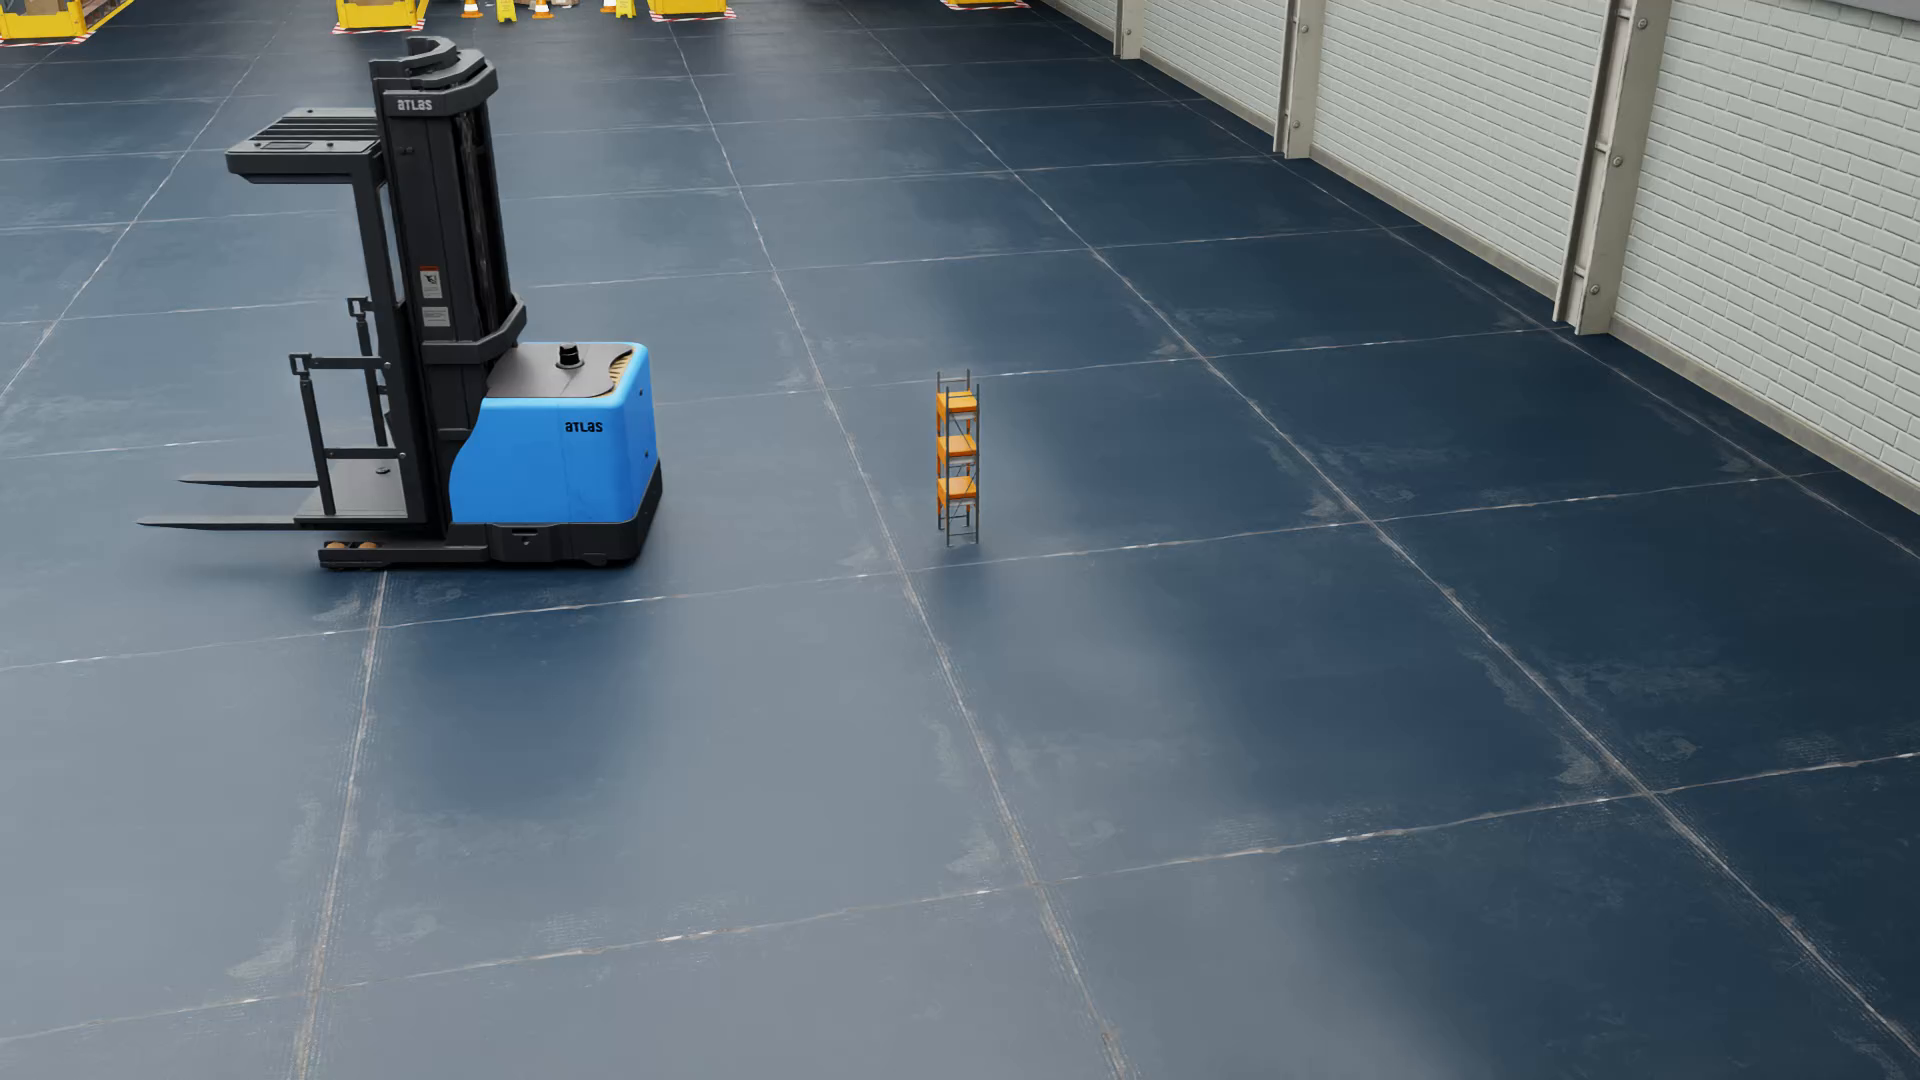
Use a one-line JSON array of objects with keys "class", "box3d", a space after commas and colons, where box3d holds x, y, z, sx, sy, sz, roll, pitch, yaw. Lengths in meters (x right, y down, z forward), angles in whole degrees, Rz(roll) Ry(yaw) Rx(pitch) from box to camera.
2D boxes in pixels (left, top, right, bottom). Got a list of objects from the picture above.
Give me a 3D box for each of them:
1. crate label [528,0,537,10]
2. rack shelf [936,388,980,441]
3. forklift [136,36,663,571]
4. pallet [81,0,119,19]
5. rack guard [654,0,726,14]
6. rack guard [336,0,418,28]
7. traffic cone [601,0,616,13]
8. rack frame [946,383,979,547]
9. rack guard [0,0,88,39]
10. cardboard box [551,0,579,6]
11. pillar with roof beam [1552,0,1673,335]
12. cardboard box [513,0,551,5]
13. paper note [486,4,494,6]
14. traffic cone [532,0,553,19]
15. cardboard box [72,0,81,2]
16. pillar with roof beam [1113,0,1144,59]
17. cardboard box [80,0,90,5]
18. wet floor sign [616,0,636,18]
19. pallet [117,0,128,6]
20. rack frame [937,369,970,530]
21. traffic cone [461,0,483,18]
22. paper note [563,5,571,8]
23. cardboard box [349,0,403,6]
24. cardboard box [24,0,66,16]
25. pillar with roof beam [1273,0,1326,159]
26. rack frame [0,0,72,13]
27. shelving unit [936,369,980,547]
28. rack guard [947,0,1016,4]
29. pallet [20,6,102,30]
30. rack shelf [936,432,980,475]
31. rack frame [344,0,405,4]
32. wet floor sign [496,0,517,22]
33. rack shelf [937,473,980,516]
[{"class": "crate label", "box3d": [-7.066, -8.967, 27.864, 0.250, 0.136, 0.298, -23, 35, -38]}, {"class": "rack shelf", "box3d": [-0.012, -0.736, 9.937, 0.215, 0.259, 0.240, -6, 27, -12]}, {"class": "forklift", "box3d": [-3.428, -1.363, 9.698, 3.031, 2.935, 1.130, 0, 27, 0]}, {"class": "pallet", "box3d": [-14.562, -8.788, 27.426, 1.003, 0.211, 1.213, -6, 27, -12]}, {"class": "rack guard", "box3d": [-4.487, -9.028, 27.582, 1.175, 0.500, 0.348, -6, 27, -12]}, {"class": "rack guard", "box3d": [-9.264, -8.437, 26.411, 1.175, 0.500, 0.348, -6, 27, -12]}, {"class": "traffic cone", "box3d": [-5.823, -9.036, 27.639, 0.336, 0.463, 0.334, -6, 27, -12]}, {"class": "rack frame", "box3d": [0.015, -0.439, 9.954, 0.200, 1.050, 0.008, -6, 27, -12]}, {"class": "rack guard", "box3d": [-14.142, -8.022, 25.588, 1.175, 0.500, 0.348, -6, 27, -12]}, {"class": "cardboard box", "box3d": [-6.733, -9.208, 28.328, 0.380, 0.149, 0.250, 8, 28, 15]}, {"class": "pillar with roof beam", "box3d": [0.949, -5.352, 10.868, 9.100, 9.000, 0.400, -6, 27, -12]}, {"class": "cardboard box", "box3d": [-7.332, -9.510, 28.533, 0.637, 0.503, 0.797, 19, 32, 32]}, {"class": "paper note", "box3d": [-7.959, -9.080, 28.207, 0.144, 0.017, 0.142, 3, 27, 6]}, {"class": "traffic cone", "box3d": [-6.828, -8.774, 27.120, 0.336, 0.463, 0.334, -6, 27, -12]}, {"class": "cardboard box", "box3d": [-14.417, -8.711, 26.487, 0.500, 0.500, 0.500, 1, 27, 2]}, {"class": "pillar with roof beam", "box3d": [-1.755, -10.621, 21.305, 9.100, 9.000, 0.400, -6, 27, -12]}, {"class": "cardboard box", "box3d": [-14.540, -8.987, 27.035, 0.500, 0.500, 0.500, -3, 27, -7]}, {"class": "wet floor sign", "box3d": [-5.469, -8.868, 27.103, 0.267, 0.644, 0.232, 3, 27, 6]}, {"class": "pallet", "box3d": [-14.840, -9.324, 28.489, 1.003, 0.211, 1.213, -6, 27, -12]}, {"class": "rack frame", "box3d": [-0.040, -0.546, 10.166, 0.200, 1.050, 0.008, -6, 27, -12]}, {"class": "traffic cone", "box3d": [-8.006, -8.808, 27.188, 0.336, 0.463, 0.334, -6, 27, -12]}, {"class": "paper note", "box3d": [-6.622, -8.998, 28.043, 0.148, 0.019, 0.142, -16, 31, -29]}, {"class": "cardboard box", "box3d": [-9.487, -9.094, 26.829, 0.875, 0.875, 0.875, -6, 27, -11]}, {"class": "cardboard box", "box3d": [-14.249, -8.452, 25.974, 0.500, 0.500, 0.500, -1, 27, -2]}, {"class": "pillar with roof beam", "box3d": [-0.403, -7.987, 16.086, 9.100, 9.000, 0.400, -6, 27, -12]}, {"class": "rack frame", "box3d": [-14.125, -9.104, 24.959, 1.000, 3.000, 0.127, -6, 27, -12]}, {"class": "shelving unit", "box3d": [-0.012, -0.492, 10.060, 0.215, 1.050, 0.252, -6, 27, -12]}, {"class": "rack guard", "box3d": [0.371, -9.490, 28.497, 1.175, 0.500, 0.348, -6, 27, -12]}, {"class": "pallet", "box3d": [-14.290, -8.253, 26.367, 1.003, 0.211, 1.213, -6, 27, -12]}, {"class": "rack shelf", "box3d": [-0.012, -0.483, 10.065, 0.215, 0.259, 0.240, -6, 27, -12]}, {"class": "rack frame", "box3d": [-9.269, -9.564, 25.869, 1.000, 3.000, 0.127, -6, 27, -12]}, {"class": "wet floor sign", "box3d": [-7.334, -8.701, 26.772, 0.267, 0.644, 0.232, -11, 29, -20]}, {"class": "rack shelf", "box3d": [-0.012, -0.235, 10.190, 0.215, 0.259, 0.240, -6, 27, -12]}]
